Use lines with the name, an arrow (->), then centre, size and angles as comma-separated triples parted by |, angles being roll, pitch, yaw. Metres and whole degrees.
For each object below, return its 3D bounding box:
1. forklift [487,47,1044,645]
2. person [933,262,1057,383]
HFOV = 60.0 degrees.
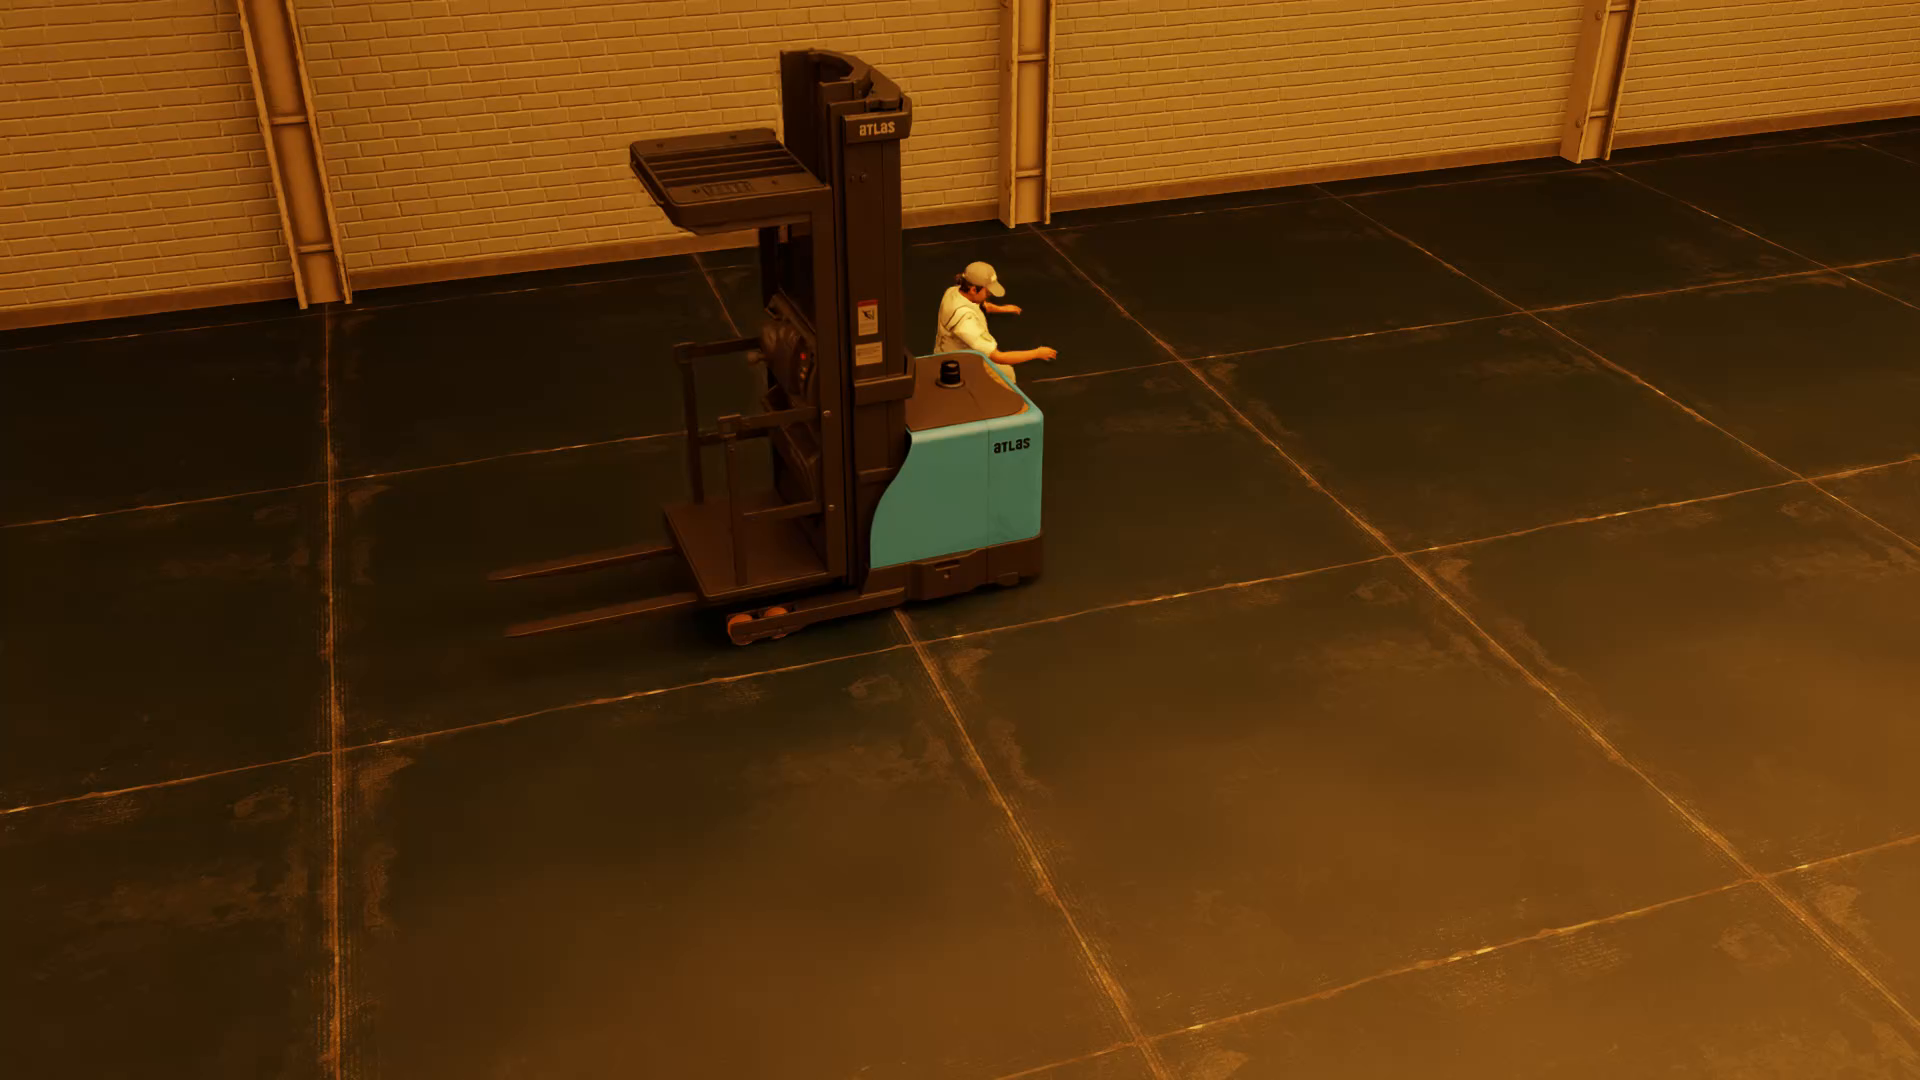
forklift -> -1.096, -0.997, 8.820 | 3.031, 2.935, 1.130 | -11, 32, -18
person -> 0.211, -1.061, 10.453 | 0.753, 1.487, 0.897 | -2, 30, -4
